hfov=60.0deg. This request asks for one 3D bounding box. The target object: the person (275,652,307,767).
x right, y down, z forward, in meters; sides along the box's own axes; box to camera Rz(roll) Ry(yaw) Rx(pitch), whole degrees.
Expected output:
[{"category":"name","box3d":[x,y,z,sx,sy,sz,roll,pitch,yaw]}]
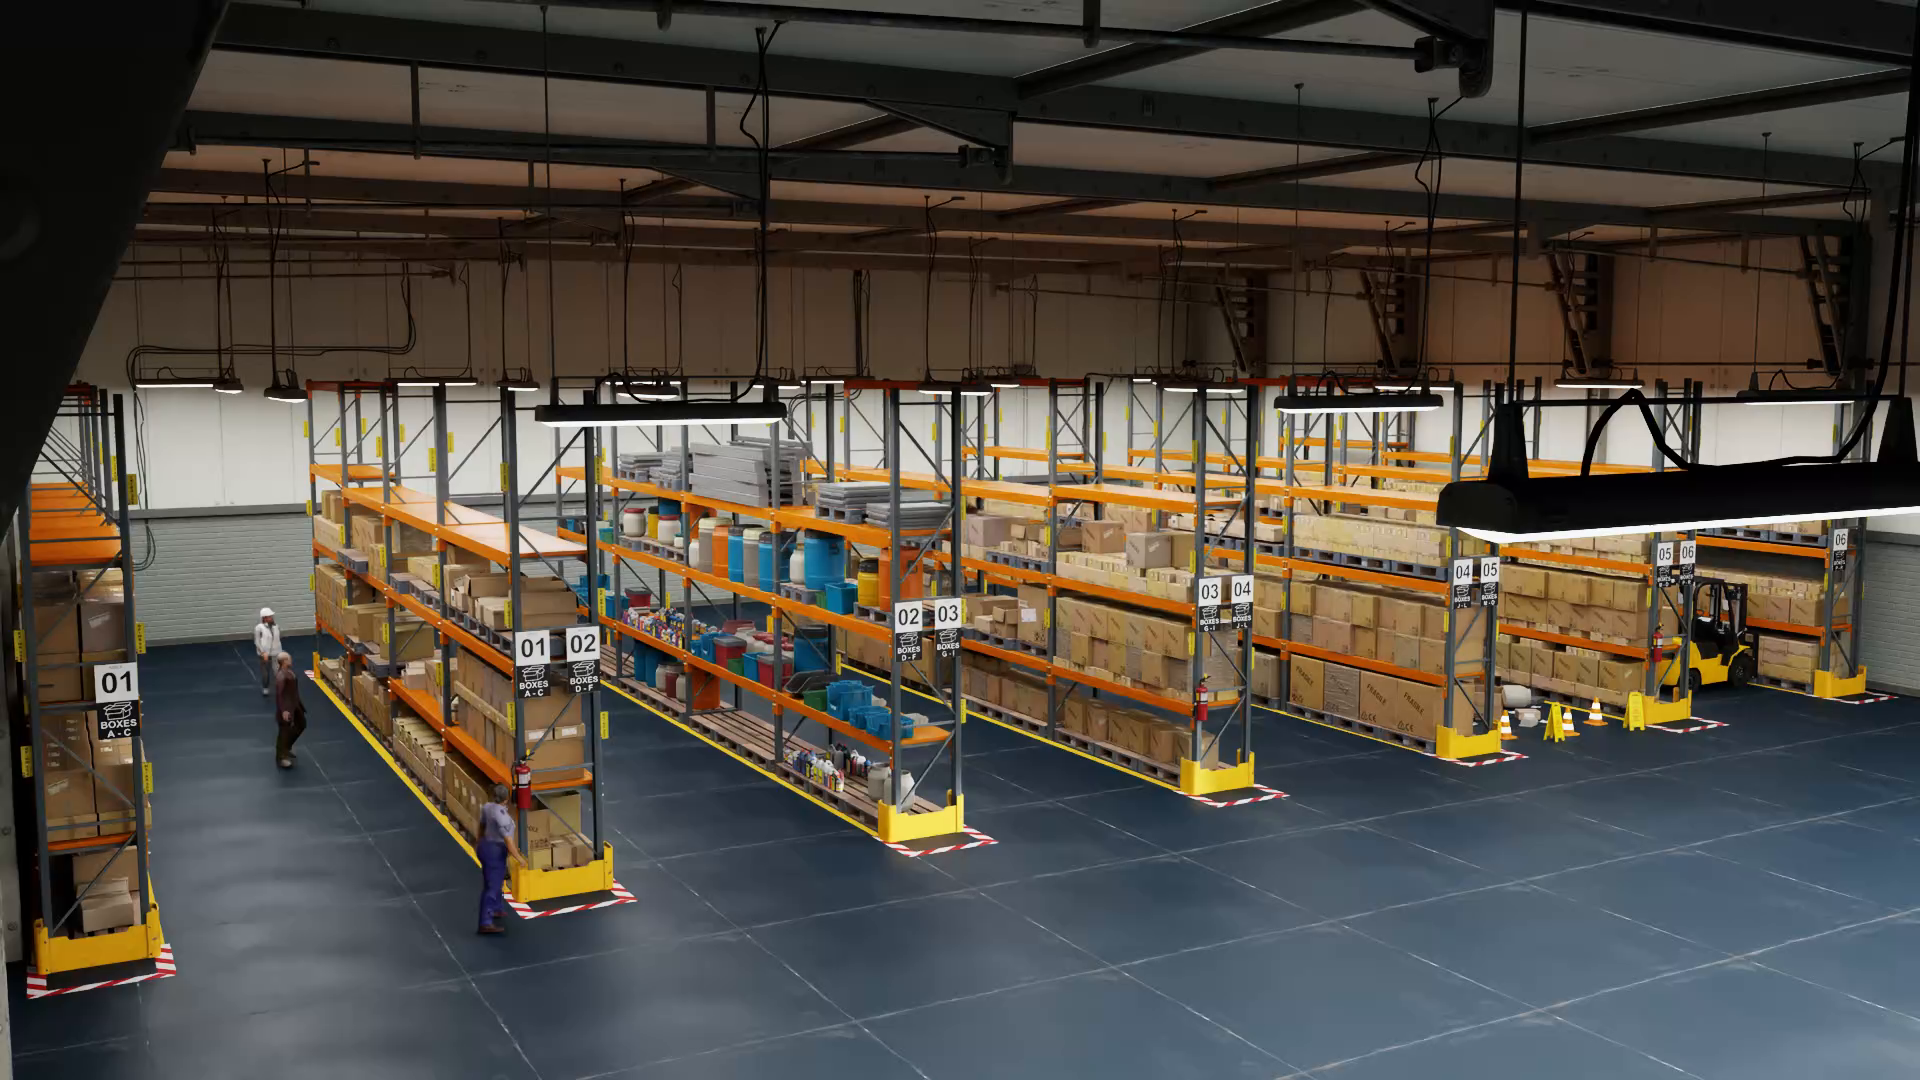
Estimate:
[{"category":"person","box3d":[-10.673,2.644,26.288,0.515,1.775,0.723,0,6,4]}]

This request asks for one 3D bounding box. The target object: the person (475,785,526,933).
[{"category":"person","box3d":[-5.234,3.574,18.735,0.547,1.672,0.656,-4,7,-32]}]

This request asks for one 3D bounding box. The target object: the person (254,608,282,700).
[{"category":"person","box3d":[-13.047,2.100,31.383,0.479,1.666,0.866,-3,7,-23]}]
